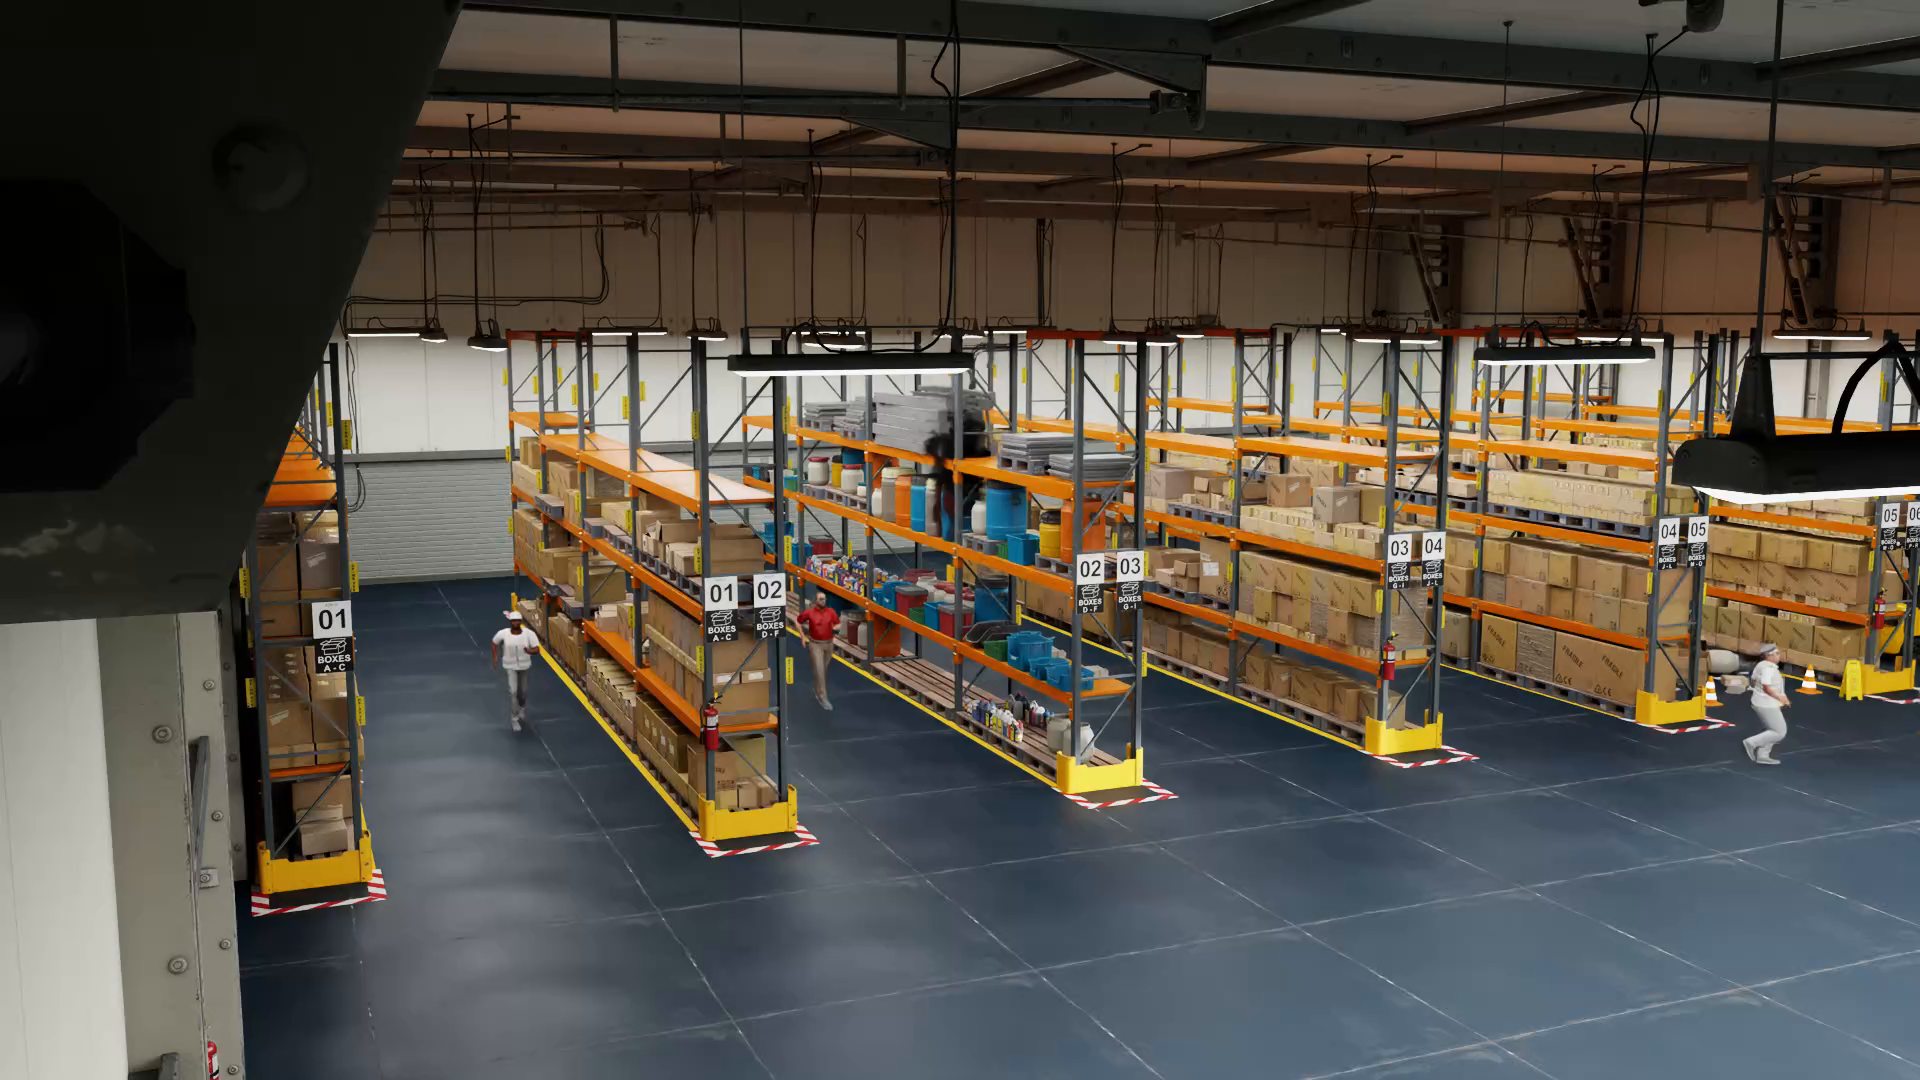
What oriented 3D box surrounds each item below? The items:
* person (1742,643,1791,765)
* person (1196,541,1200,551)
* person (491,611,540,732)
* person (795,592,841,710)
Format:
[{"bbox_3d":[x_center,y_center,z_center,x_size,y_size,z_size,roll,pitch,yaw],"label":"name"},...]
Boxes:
[{"bbox_3d":[11.319,2.298,23.378,0.595,1.737,0.648,1,8,10],"label":"person"},{"bbox_3d":[6.258,-0.230,42.452,0.684,1.641,0.583,-3,8,-22],"label":"person"},{"bbox_3d":[-6.786,1.969,25.490,0.692,1.779,0.922,-3,8,-23],"label":"person"},{"bbox_3d":[-2.130,1.679,25.694,0.656,1.754,0.858,-5,9,-32],"label":"person"}]
